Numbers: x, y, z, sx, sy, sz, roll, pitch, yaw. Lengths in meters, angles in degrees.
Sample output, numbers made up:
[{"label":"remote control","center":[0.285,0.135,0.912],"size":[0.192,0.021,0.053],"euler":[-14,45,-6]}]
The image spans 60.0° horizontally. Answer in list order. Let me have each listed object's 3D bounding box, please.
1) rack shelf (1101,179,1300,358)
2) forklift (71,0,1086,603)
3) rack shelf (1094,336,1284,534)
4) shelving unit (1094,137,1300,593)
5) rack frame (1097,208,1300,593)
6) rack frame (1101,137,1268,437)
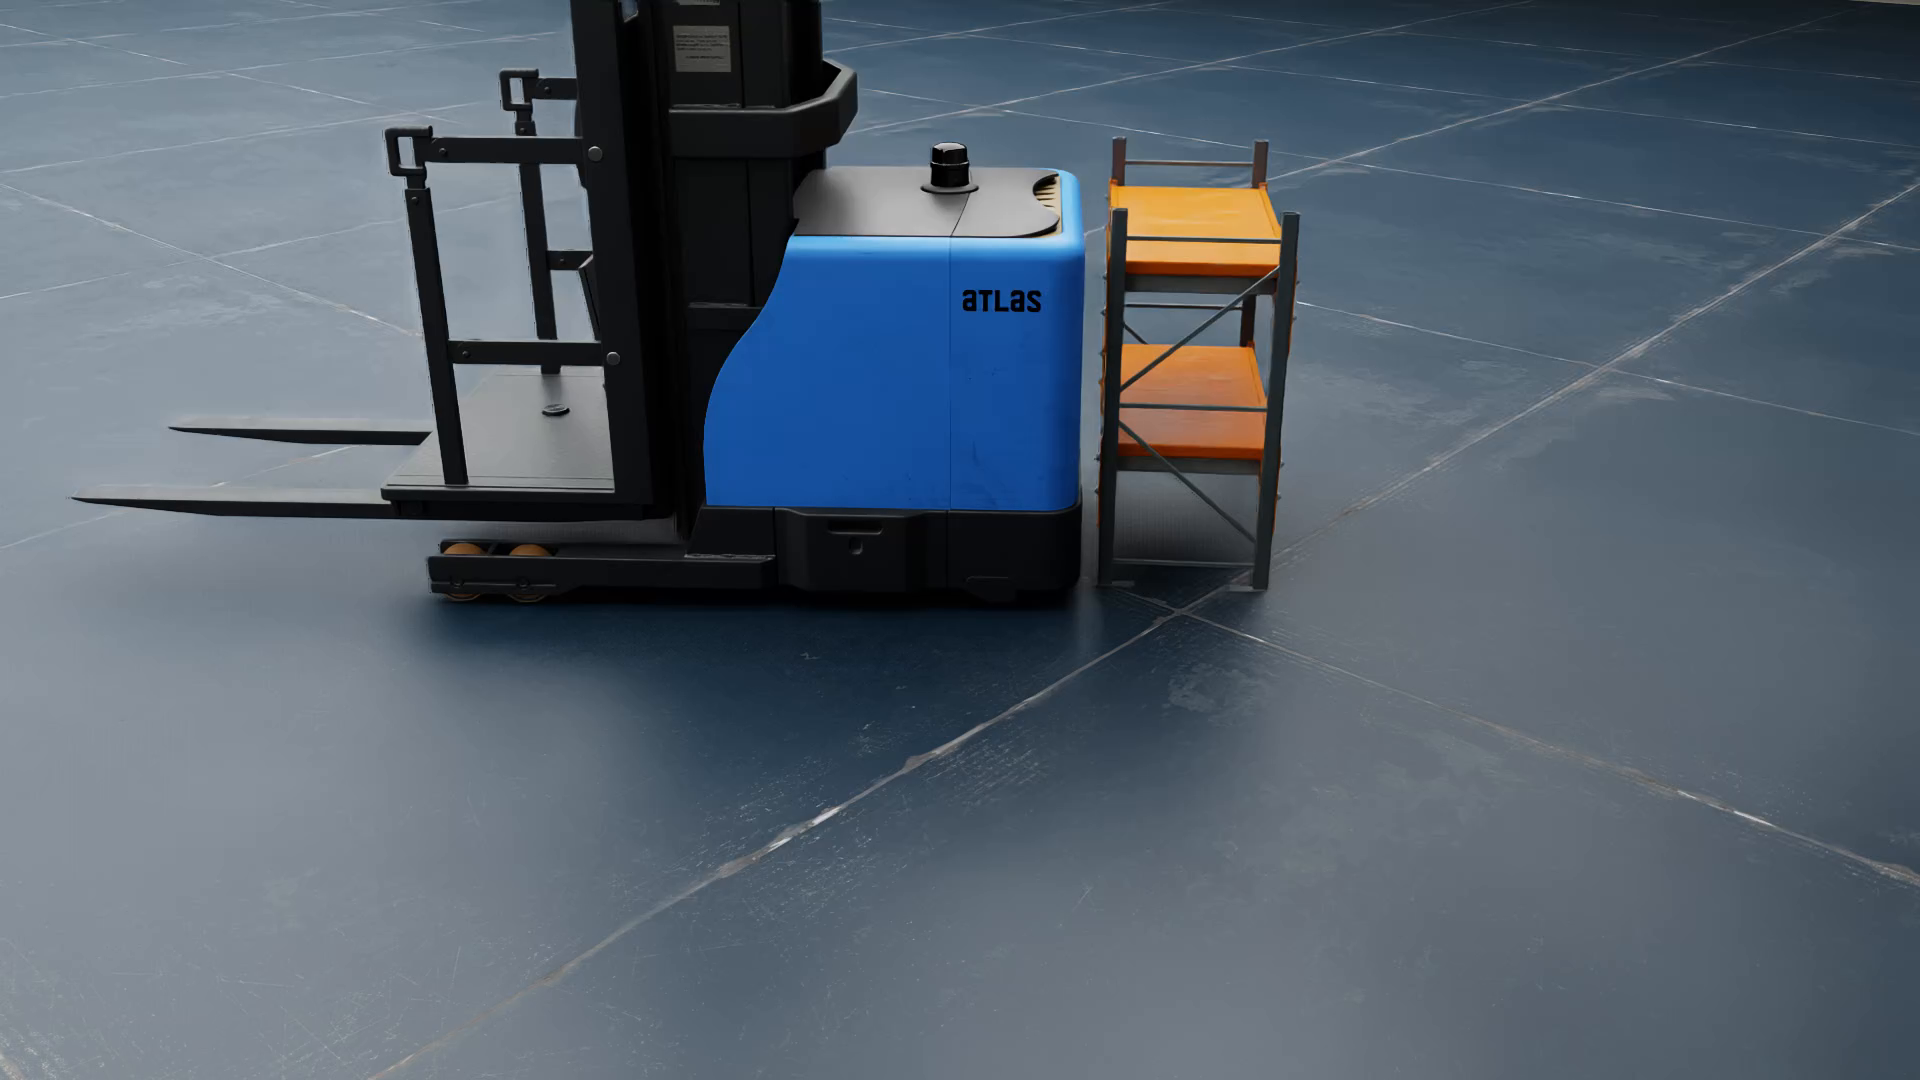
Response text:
[{"label":"rack shelf","center":[0.703,-0.847,5.046],"size":[0.538,0.278,1.000],"euler":[2,24,4]},{"label":"forklift","center":[-1.145,-1.369,4.720],"size":[3.031,2.935,1.130],"euler":[1,24,3]},{"label":"rack shelf","center":[0.702,-0.357,5.267],"size":[0.538,0.278,1.000],"euler":[2,24,4]},{"label":"shelving unit","center":[0.703,-0.580,5.166],"size":[0.538,1.125,1.048],"euler":[2,24,4]},{"label":"rack frame","center":[0.659,-0.373,4.704],"size":[0.500,1.125,0.032],"euler":[2,24,4]},{"label":"rack frame","center":[0.746,-0.788,5.628],"size":[0.500,1.125,0.032],"euler":[2,24,4]}]
